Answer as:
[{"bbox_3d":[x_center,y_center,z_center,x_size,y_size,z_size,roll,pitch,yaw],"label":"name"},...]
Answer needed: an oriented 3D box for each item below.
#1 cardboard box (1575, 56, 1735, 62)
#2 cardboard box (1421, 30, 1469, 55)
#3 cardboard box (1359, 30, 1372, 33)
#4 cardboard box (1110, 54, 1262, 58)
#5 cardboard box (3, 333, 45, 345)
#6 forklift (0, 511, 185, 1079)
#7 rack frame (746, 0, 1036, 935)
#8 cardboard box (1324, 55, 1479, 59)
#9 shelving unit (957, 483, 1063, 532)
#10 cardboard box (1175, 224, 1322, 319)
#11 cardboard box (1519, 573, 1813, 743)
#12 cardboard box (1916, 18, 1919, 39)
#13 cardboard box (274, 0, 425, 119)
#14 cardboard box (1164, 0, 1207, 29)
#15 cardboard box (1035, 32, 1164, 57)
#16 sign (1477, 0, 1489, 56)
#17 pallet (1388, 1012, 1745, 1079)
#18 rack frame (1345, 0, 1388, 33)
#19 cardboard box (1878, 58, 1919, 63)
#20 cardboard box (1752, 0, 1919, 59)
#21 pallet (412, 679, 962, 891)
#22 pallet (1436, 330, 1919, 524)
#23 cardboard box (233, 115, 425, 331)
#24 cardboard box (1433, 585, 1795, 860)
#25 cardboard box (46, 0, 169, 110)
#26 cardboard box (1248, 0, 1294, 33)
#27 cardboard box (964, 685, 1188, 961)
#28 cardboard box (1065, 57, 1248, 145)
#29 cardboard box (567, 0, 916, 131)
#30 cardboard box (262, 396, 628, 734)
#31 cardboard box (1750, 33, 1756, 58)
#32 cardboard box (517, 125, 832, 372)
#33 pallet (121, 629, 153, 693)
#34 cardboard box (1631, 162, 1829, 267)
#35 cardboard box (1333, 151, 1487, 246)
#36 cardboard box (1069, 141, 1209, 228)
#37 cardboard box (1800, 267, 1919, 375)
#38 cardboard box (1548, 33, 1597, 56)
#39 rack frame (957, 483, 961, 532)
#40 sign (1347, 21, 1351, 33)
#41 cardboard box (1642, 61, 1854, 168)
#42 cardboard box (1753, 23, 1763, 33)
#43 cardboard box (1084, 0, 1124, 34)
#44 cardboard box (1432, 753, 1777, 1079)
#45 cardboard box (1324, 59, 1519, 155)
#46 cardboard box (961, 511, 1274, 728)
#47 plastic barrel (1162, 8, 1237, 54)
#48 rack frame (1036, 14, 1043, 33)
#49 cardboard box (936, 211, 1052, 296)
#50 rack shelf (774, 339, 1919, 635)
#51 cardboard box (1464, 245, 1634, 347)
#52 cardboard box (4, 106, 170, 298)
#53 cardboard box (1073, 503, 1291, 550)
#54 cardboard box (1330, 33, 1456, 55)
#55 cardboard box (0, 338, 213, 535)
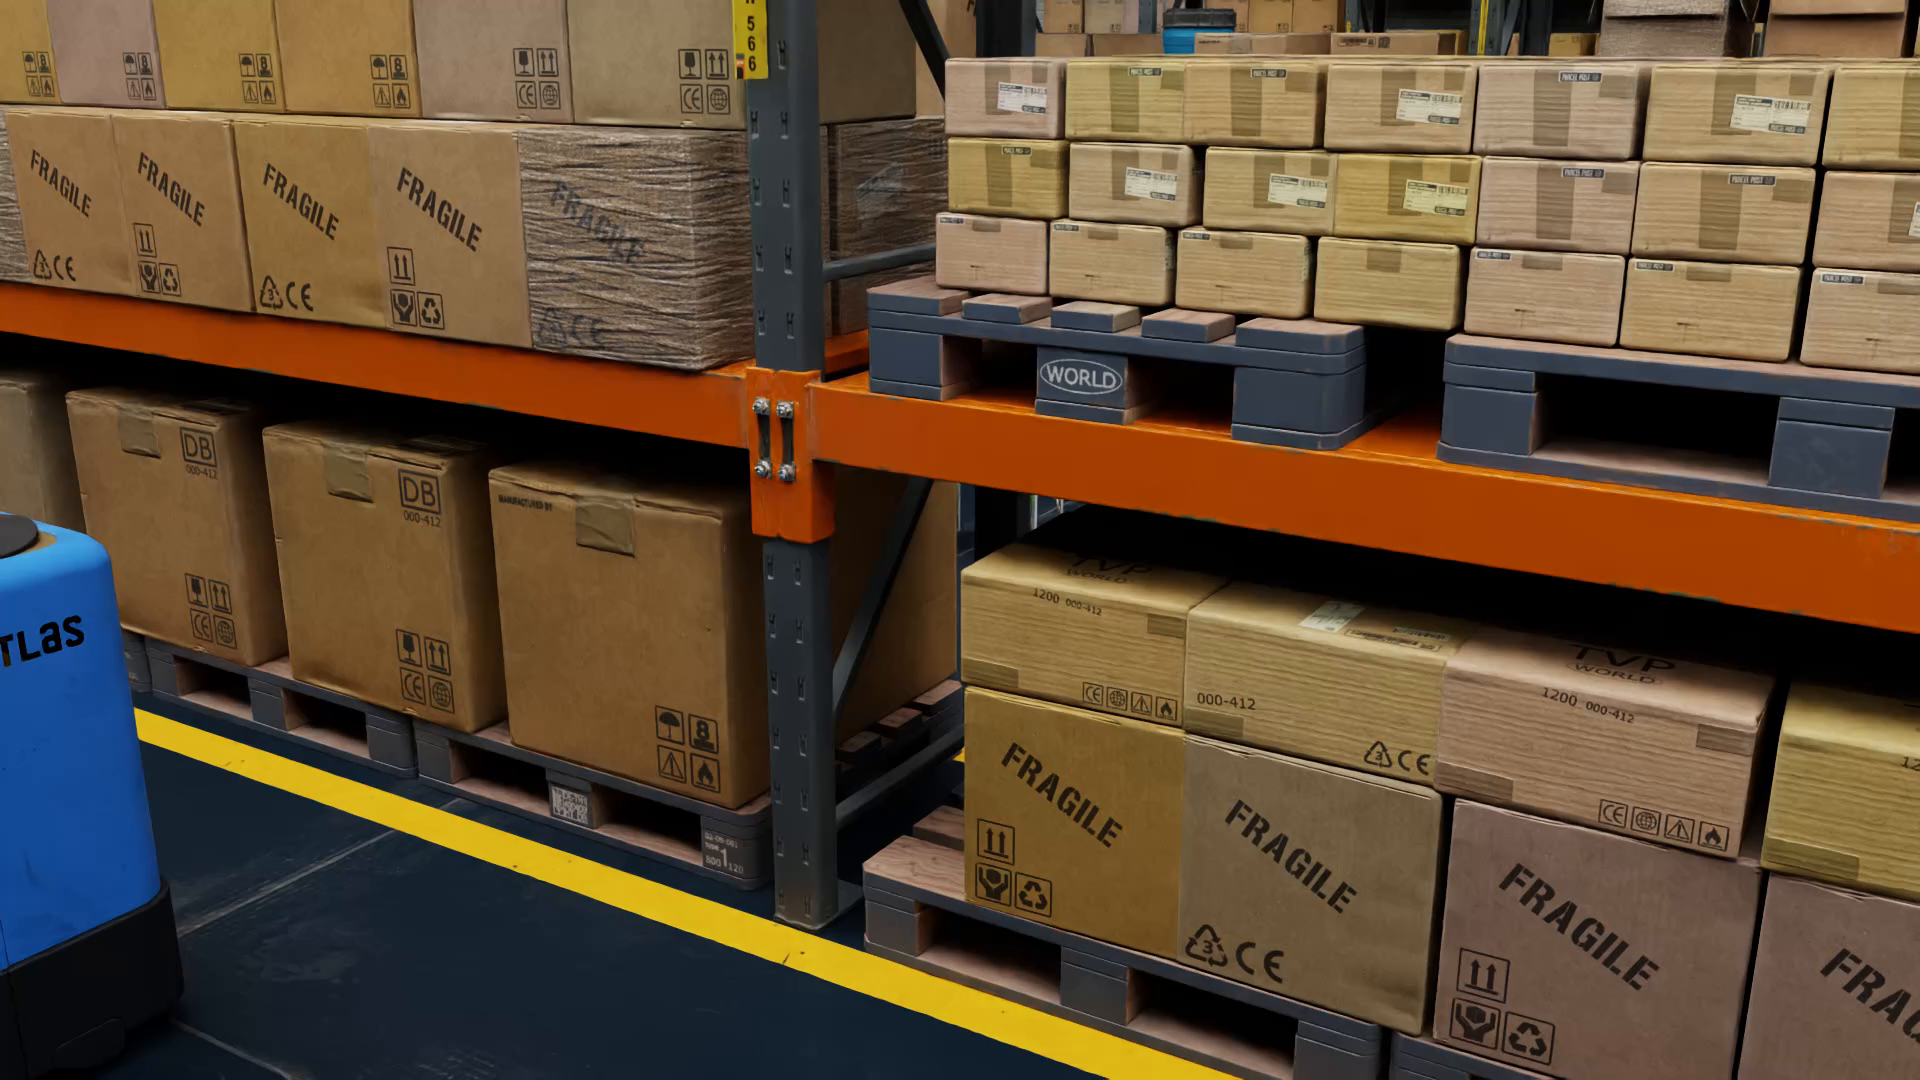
[{"bbox_3d":[1.402,-0.899,3.365,0.250,0.149,0.380,10,20,30],"label":"cardboard box"},{"bbox_3d":[6.362,-6.445,21.870,0.500,0.500,0.500,10,20,30],"label":"cardboard box"},{"bbox_3d":[5.510,-6.598,22.376,0.500,0.500,0.500,9,19,28],"label":"cardboard box"},{"bbox_3d":[0.534,-1.055,3.880,0.250,0.149,0.380,9,19,28],"label":"cardboard box"},{"bbox_3d":[-4.031,-0.556,6.485,0.875,0.875,0.875,10,20,31],"label":"cardboard box"},{"bbox_3d":[-2.843,-0.094,2.146,1.130,2.935,3.031,10,20,31],"label":"forklift"},{"bbox_3d":[-0.123,-0.651,3.863,0.127,3.000,1.000,10,20,30],"label":"rack frame"},{"bbox_3d":[0.970,-0.977,3.621,0.250,0.149,0.380,11,20,32],"label":"cardboard box"},{"bbox_3d":[0.141,-0.549,6.624,0.503,1.200,0.258,10,20,30],"label":"shelving unit"},{"bbox_3d":[0.611,-0.532,3.180,0.250,0.149,0.380,11,20,33],"label":"cardboard box"},{"bbox_3d":[1.457,0.180,3.416,0.500,0.250,0.500,11,20,31],"label":"cardboard box"},{"bbox_3d":[11.046,-5.888,19.096,0.500,0.250,0.500,10,19,29],"label":"cardboard box"},{"bbox_3d":[-1.371,-1.402,4.443,0.500,0.500,0.700,10,19,29],"label":"cardboard box"},{"bbox_3d":[2.673,-5.889,18.702,0.500,0.500,0.700,10,20,30],"label":"cardboard box"},{"bbox_3d":[0.675,-2.482,8.990,0.637,0.503,0.797,13,21,36],"label":"cardboard box"},{"bbox_3d":[2.282,-2.244,7.252,0.005,0.325,0.100,10,20,30],"label":"sign"},{"bbox_3d":[1.577,0.989,3.264,1.213,0.211,1.003,10,20,30],"label":"pallet"},{"bbox_3d":[4.337,-4.925,17.934,0.127,3.000,1.000,10,20,30],"label":"rack frame"},{"bbox_3d":[1.856,-0.818,3.100,0.250,0.149,0.380,11,20,32],"label":"cardboard box"},{"bbox_3d":[3.727,-2.177,6.988,0.637,0.503,0.797,11,20,31],"label":"cardboard box"},{"bbox_3d":[-0.756,0.545,4.724,1.213,0.211,1.003,10,20,30],"label":"pallet"},{"bbox_3d":[1.585,-0.268,2.933,1.213,0.211,1.003,10,20,30],"label":"pallet"},{"bbox_3d":[-1.498,-0.853,4.356,0.500,0.500,0.500,10,19,29],"label":"cardboard box"},{"bbox_3d":[1.185,0.306,3.001,0.500,0.250,0.500,10,20,30],"label":"cardboard box"},{"bbox_3d":[-2.236,-1.557,4.953,0.500,0.500,0.700,10,20,31],"label":"cardboard box"},{"bbox_3d":[3.525,-5.736,18.200,0.500,0.500,0.700,10,20,30],"label":"cardboard box"},{"bbox_3d":[0.346,0.515,3.603,0.500,0.500,0.500,9,19,28],"label":"cardboard box"},{"bbox_3d":[0.399,-0.858,3.230,0.250,0.149,0.380,10,19,29],"label":"cardboard box"},{"bbox_3d":[-0.501,-1.248,3.936,0.500,0.500,0.700,10,20,30],"label":"cardboard box"},{"bbox_3d":[-1.342,-0.022,4.942,0.750,0.750,1.050,10,20,31],"label":"cardboard box"},{"bbox_3d":[9.439,-5.950,20.379,0.500,0.500,0.700,8,19,25],"label":"cardboard box"},{"bbox_3d":[-0.648,-0.701,3.855,0.500,0.500,0.500,10,20,30],"label":"cardboard box"},{"bbox_3d":[-2.835,0.174,5.946,1.213,0.211,1.003,10,20,30],"label":"pallet"},{"bbox_3d":[1.281,-0.555,2.745,0.250,0.149,0.380,10,20,30],"label":"cardboard box"},{"bbox_3d":[0.860,-0.632,2.998,0.250,0.149,0.380,10,20,30],"label":"cardboard box"},{"bbox_3d":[0.416,-0.710,3.255,0.250,0.149,0.380,11,20,33],"label":"cardboard box"},{"bbox_3d":[1.504,-0.372,2.656,0.250,0.149,0.380,9,19,28],"label":"cardboard box"},{"bbox_3d":[7.815,-6.238,21.328,0.500,0.500,0.700,13,21,36],"label":"cardboard box"},{"bbox_3d":[-0.067,-0.586,6.746,0.015,1.200,0.240,10,20,30],"label":"rack frame"},{"bbox_3d":[4.048,-5.240,17.344,0.005,0.325,0.100,10,20,30],"label":"sign"},{"bbox_3d":[1.290,-0.698,2.705,0.250,0.149,0.380,11,20,32],"label":"cardboard box"},{"bbox_3d":[9.744,-6.203,20.097,0.250,0.149,0.380,7,18,21],"label":"cardboard box"},{"bbox_3d":[1.816,-6.041,19.205,0.500,0.500,0.700,10,19,29],"label":"cardboard box"},{"bbox_3d":[1.216,0.668,3.101,0.500,0.500,0.500,10,19,29],"label":"cardboard box"},{"bbox_3d":[0.831,-0.779,2.970,0.250,0.149,0.380,9,19,28],"label":"cardboard box"},{"bbox_3d":[0.337,0.150,3.513,0.500,0.250,0.500,9,19,28],"label":"cardboard box"},{"bbox_3d":[1.913,-3.805,13.384,0.708,0.901,0.600,10,20,30],"label":"plastic barrel"},{"bbox_3d":[0.929,-5.534,19.937,0.127,3.000,1.000,10,20,30],"label":"rack frame"},{"bbox_3d":[0.152,-0.613,3.450,0.250,0.149,0.380,10,19,29],"label":"cardboard box"},{"bbox_3d":[1.581,-0.002,2.966,4.000,0.370,1.077,10,20,30],"label":"rack shelf"},{"bbox_3d":[1.070,-0.451,2.915,0.250,0.149,0.380,11,20,32],"label":"cardboard box"},{"bbox_3d":[-2.369,-1.007,4.864,0.500,0.500,0.500,10,20,30],"label":"cardboard box"},{"bbox_3d":[0.596,0.025,3.927,0.500,0.250,0.500,10,19,29],"label":"cardboard box"},{"bbox_3d":[2.077,-2.185,8.018,0.500,0.500,0.500,8,18,23],"label":"cardboard box"},{"bbox_3d":[-2.956,-0.312,5.894,0.750,0.750,1.050,10,20,30],"label":"cardboard box"}]
